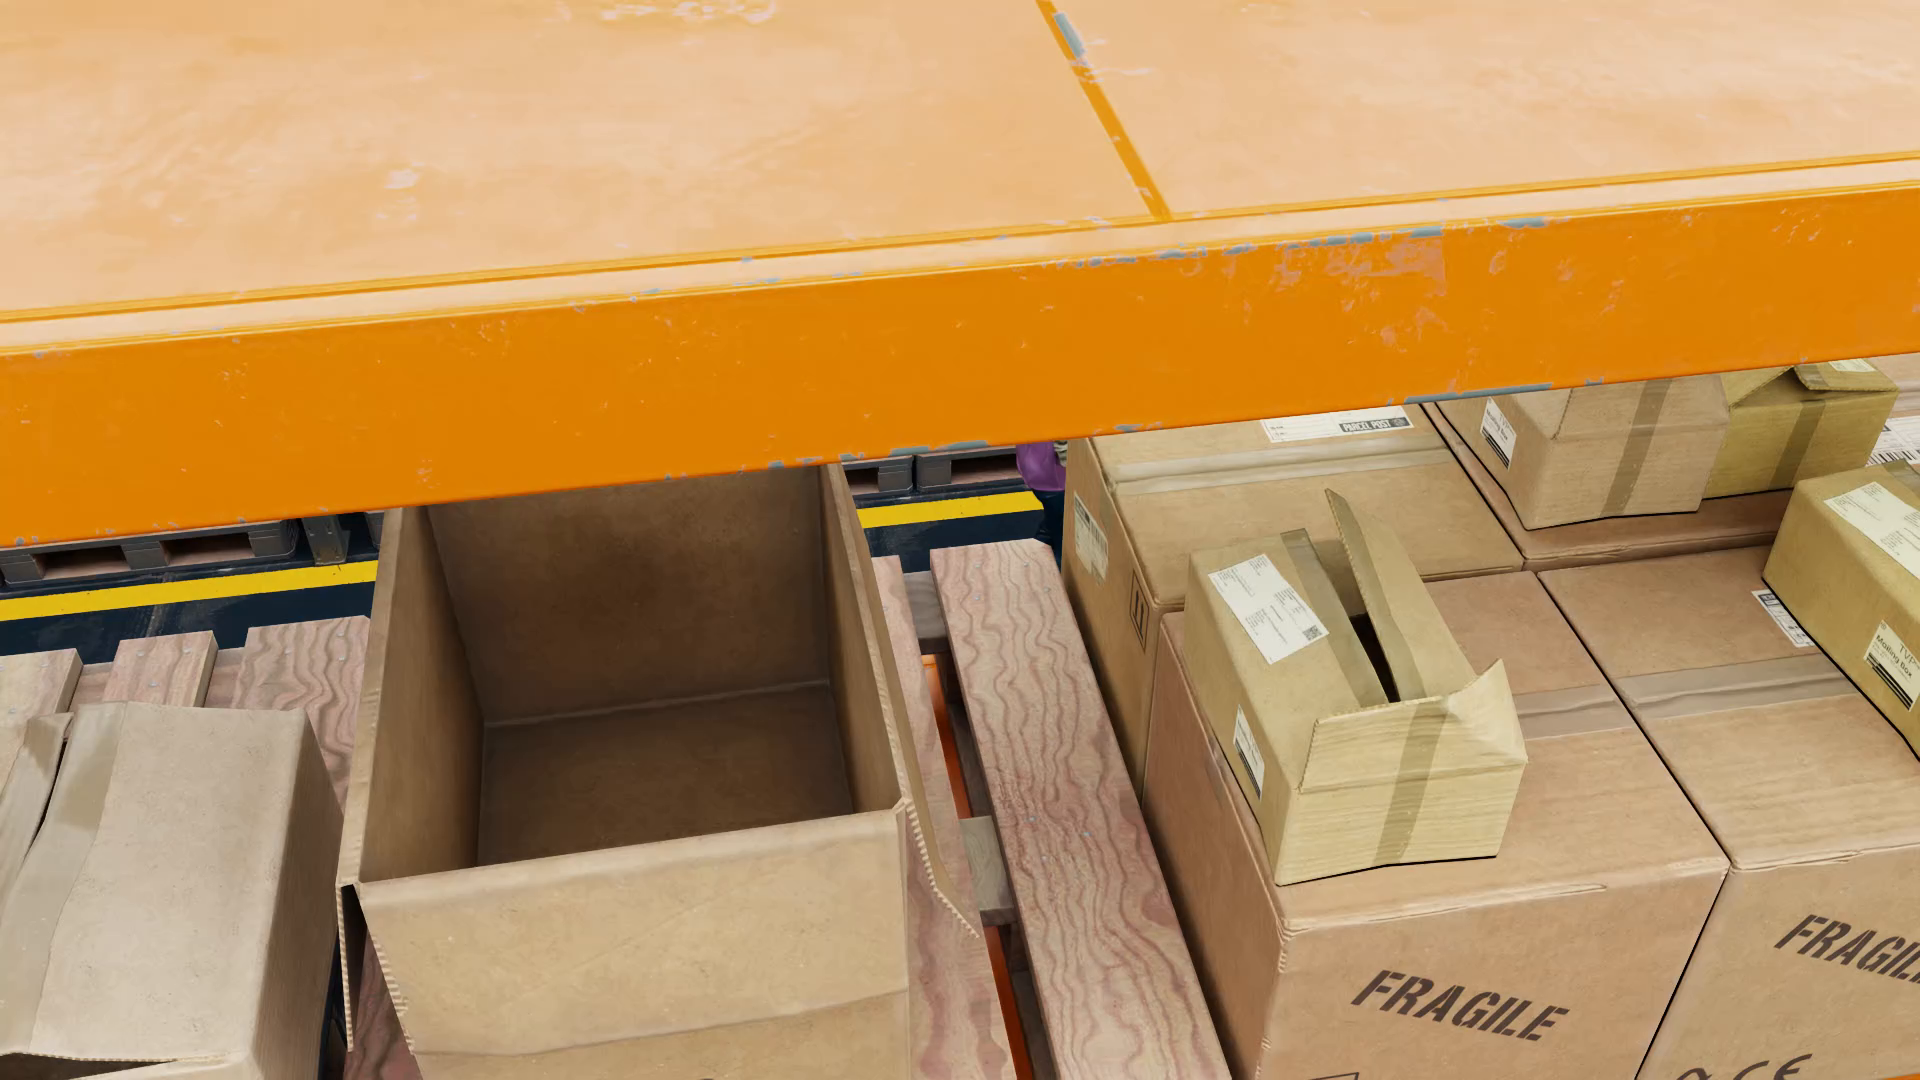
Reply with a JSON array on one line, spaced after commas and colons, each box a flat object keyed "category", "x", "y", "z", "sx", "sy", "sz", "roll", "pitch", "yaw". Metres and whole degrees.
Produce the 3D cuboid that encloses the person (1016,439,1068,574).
[{"category": "person", "x": 0.399, "y": -0.285, "z": 6.513, "sx": 0.345, "sy": 1.592, "sz": 0.463, "roll": -6, "pitch": 40, "yaw": -8}]
